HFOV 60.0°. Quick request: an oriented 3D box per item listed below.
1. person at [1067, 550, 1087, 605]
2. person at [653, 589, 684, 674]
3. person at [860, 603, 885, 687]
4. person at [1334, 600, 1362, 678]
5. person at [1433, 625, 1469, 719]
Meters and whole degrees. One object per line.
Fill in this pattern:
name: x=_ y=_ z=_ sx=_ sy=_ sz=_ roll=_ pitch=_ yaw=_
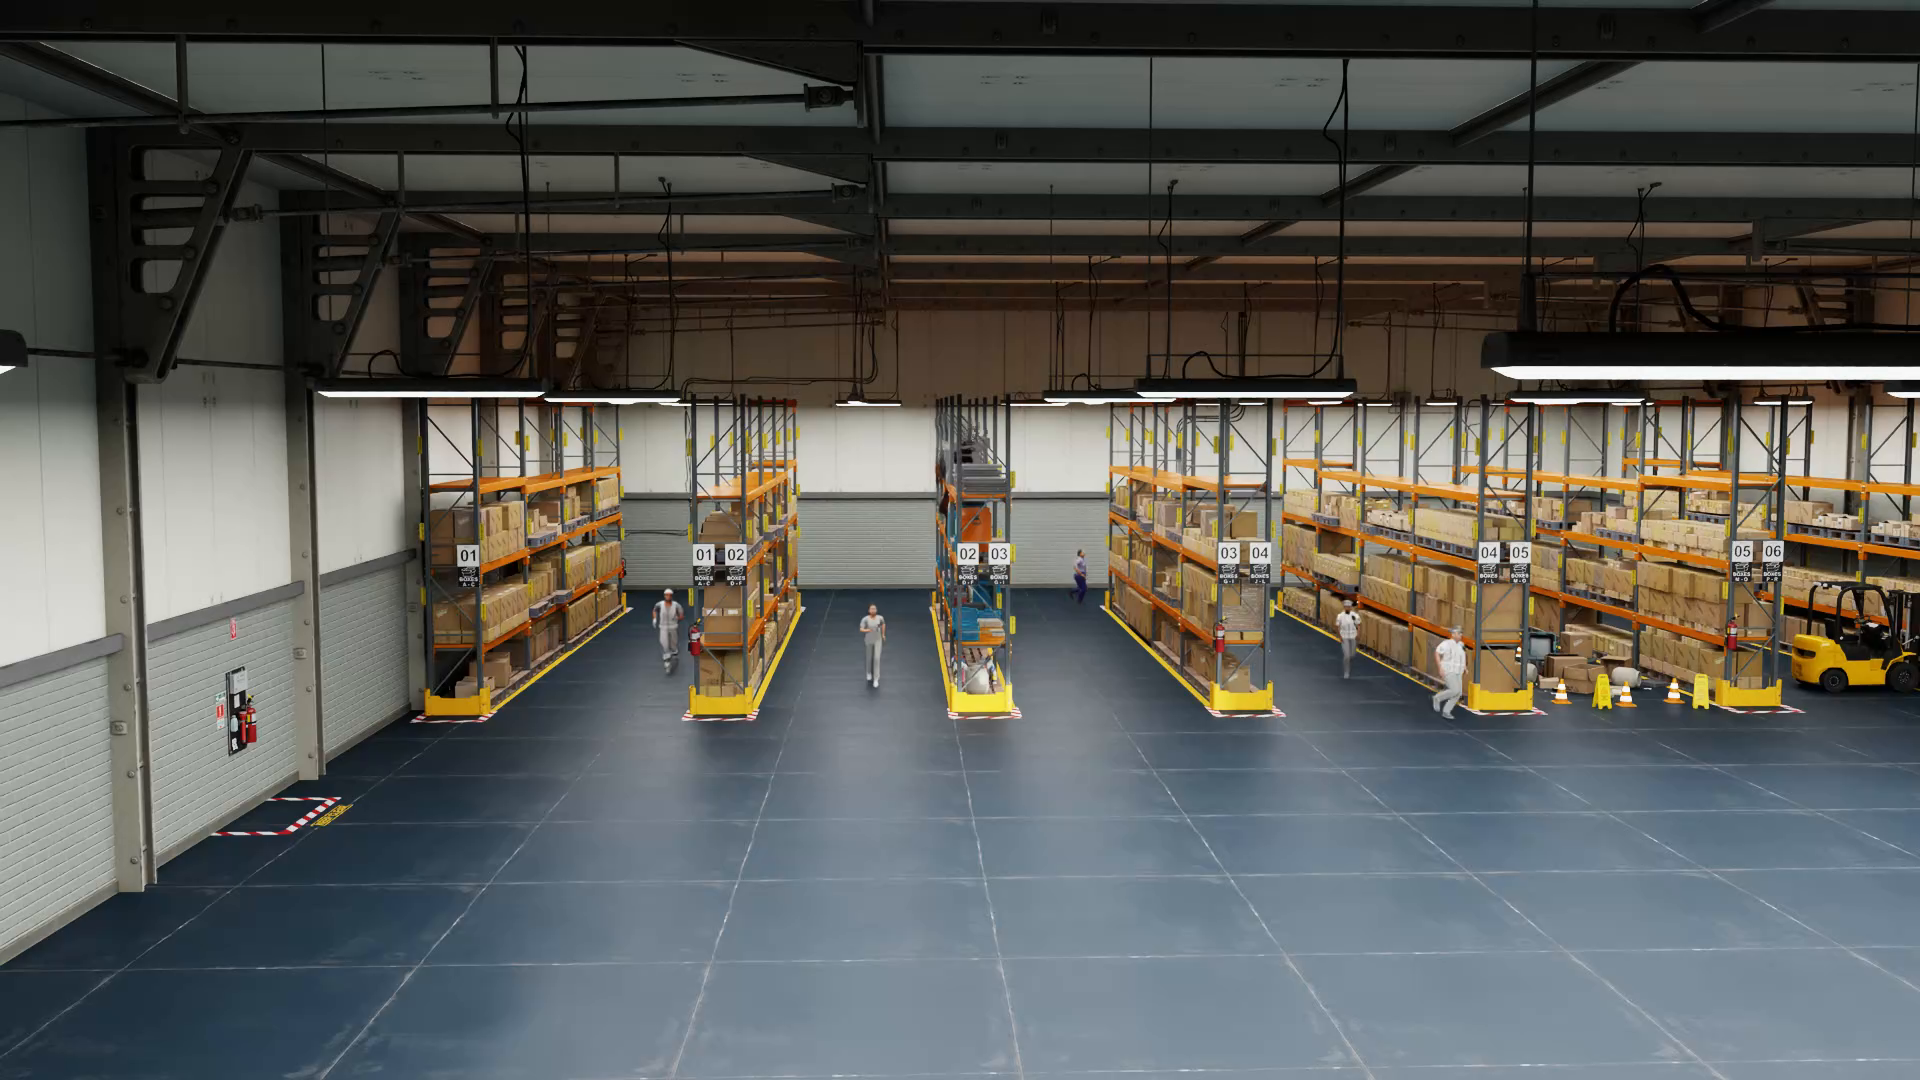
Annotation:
person: x=3.447 y=1.088 z=48.869 sx=0.619 sy=1.632 sz=0.617 roll=1 pitch=5 yaw=18
person: x=-6.371 y=1.962 z=36.351 sx=0.676 sy=1.799 sz=0.998 roll=-1 pitch=5 yaw=-8
person: x=-1.813 y=2.160 z=34.518 sx=0.550 sy=1.654 sz=0.940 roll=-1 pitch=5 yaw=-9
person: x=8.312 y=2.101 z=35.614 sx=0.587 sy=1.686 sz=0.605 roll=1 pitch=5 yaw=7
person: x=9.184 y=2.441 z=30.906 sx=0.699 sy=1.706 sz=0.551 roll=-3 pitch=5 yaw=-31
